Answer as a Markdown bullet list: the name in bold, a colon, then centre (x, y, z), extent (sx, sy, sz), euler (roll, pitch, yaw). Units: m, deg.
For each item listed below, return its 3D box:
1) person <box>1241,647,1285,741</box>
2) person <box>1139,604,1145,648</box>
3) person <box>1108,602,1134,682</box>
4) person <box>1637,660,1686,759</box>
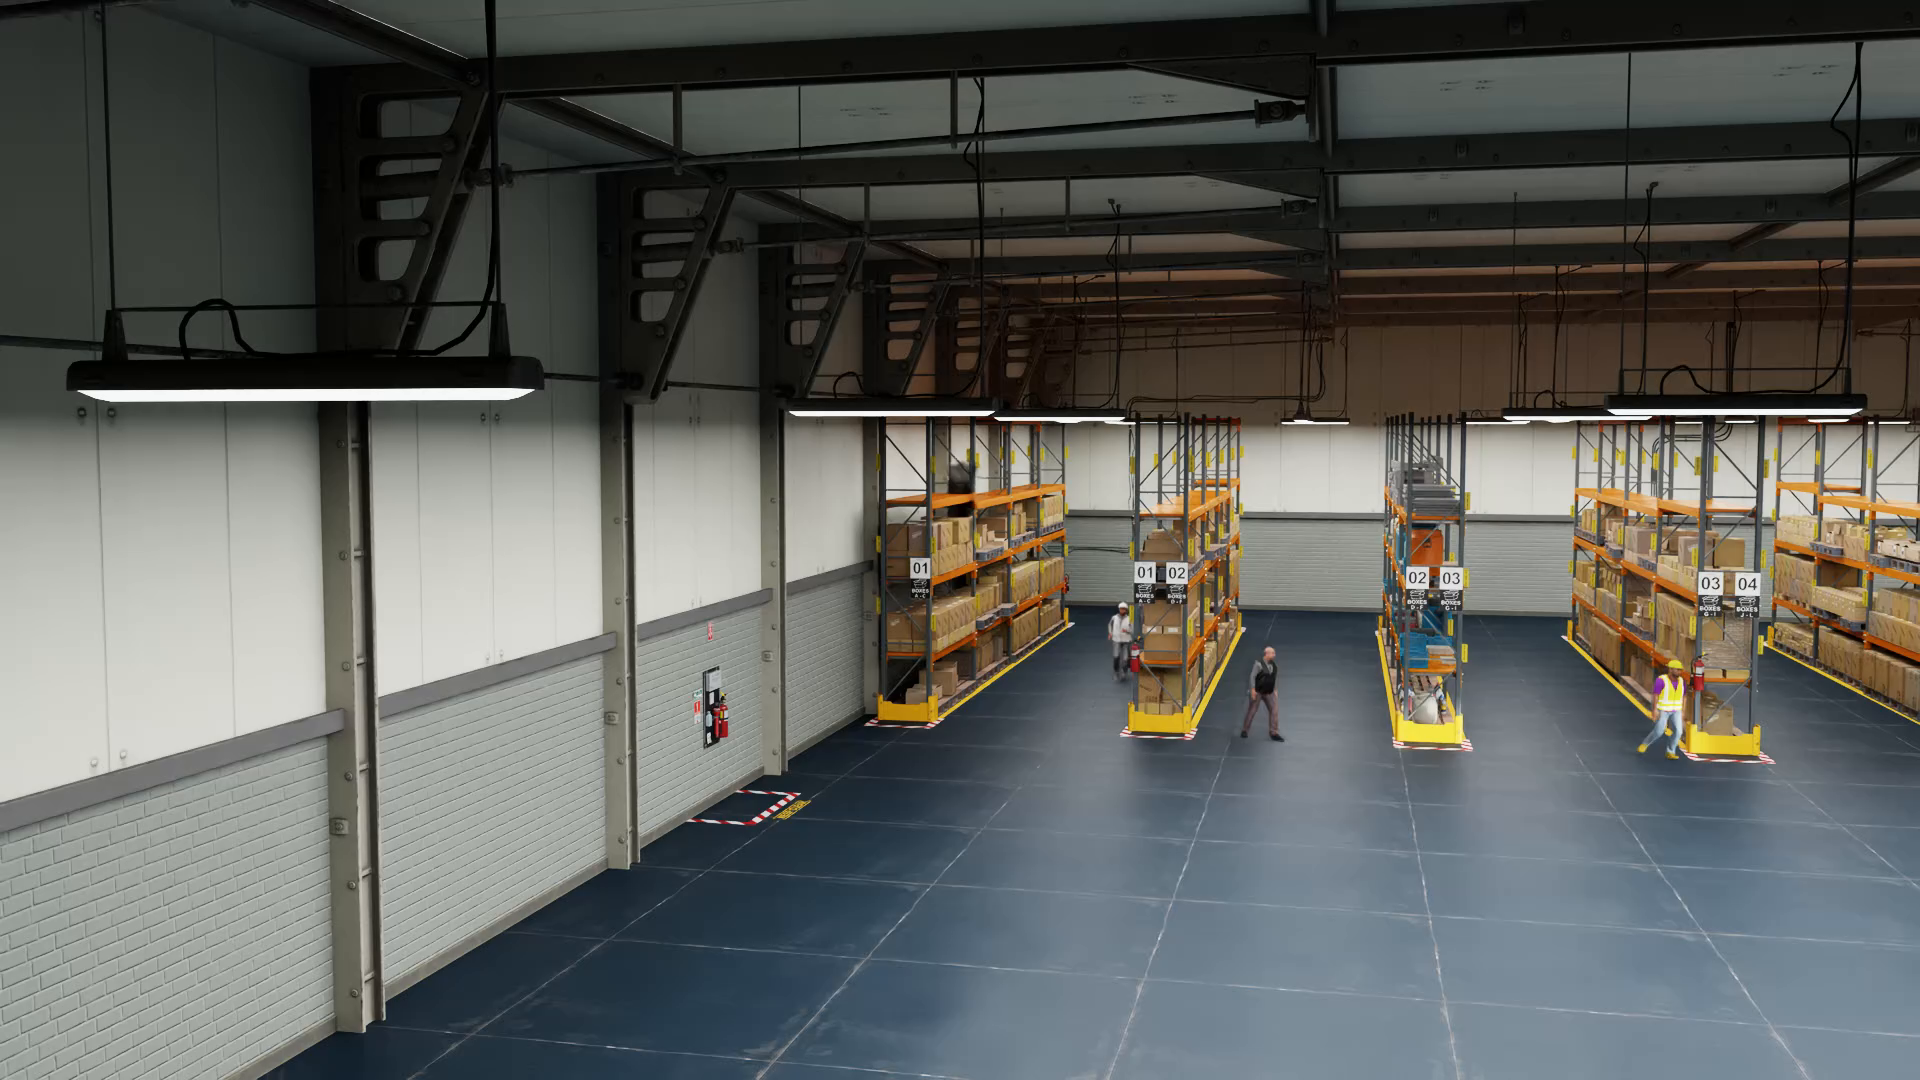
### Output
- **person**: centre (5.550, 2.814, 30.492), extent (0.704, 1.711, 0.765), euler (-2, 4, -30)
- **person**: centre (4.829, 1.973, 43.268), extent (0.530, 1.609, 0.861), euler (1, 4, 13)
- **person**: centre (3.646, 2.305, 37.528), extent (0.621, 1.799, 0.725), euler (1, 4, 7)
- **person**: centre (12.156, 2.906, 28.752), extent (0.711, 1.715, 0.645), euler (0, 4, -6)
